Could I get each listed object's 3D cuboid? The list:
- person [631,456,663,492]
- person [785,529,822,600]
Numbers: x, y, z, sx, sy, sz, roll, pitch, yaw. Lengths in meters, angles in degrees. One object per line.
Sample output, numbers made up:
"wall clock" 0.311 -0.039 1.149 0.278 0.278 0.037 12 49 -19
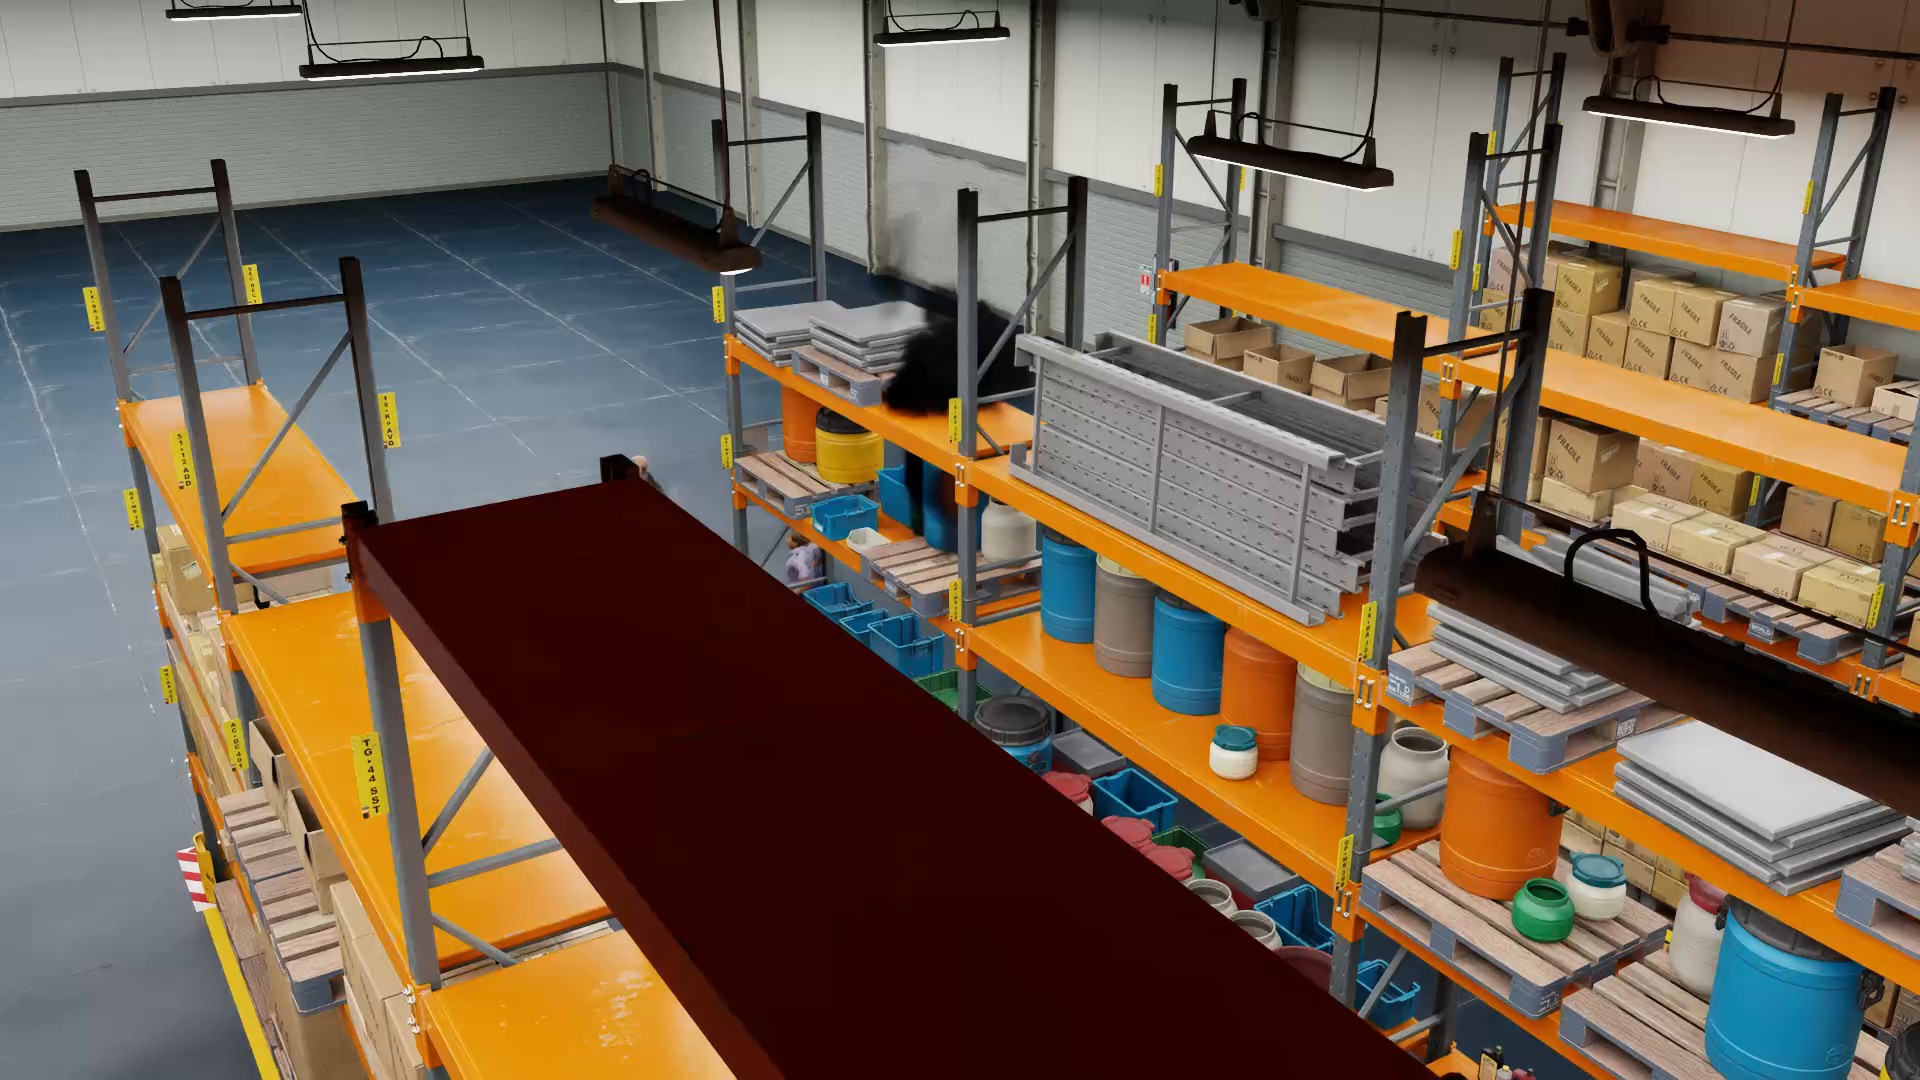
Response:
"person" -3.734 -0.161 19.502 0.752 1.780 0.538 -5 22 -12
"person" -1.603 0.604 17.804 0.822 1.591 0.660 9 24 22
